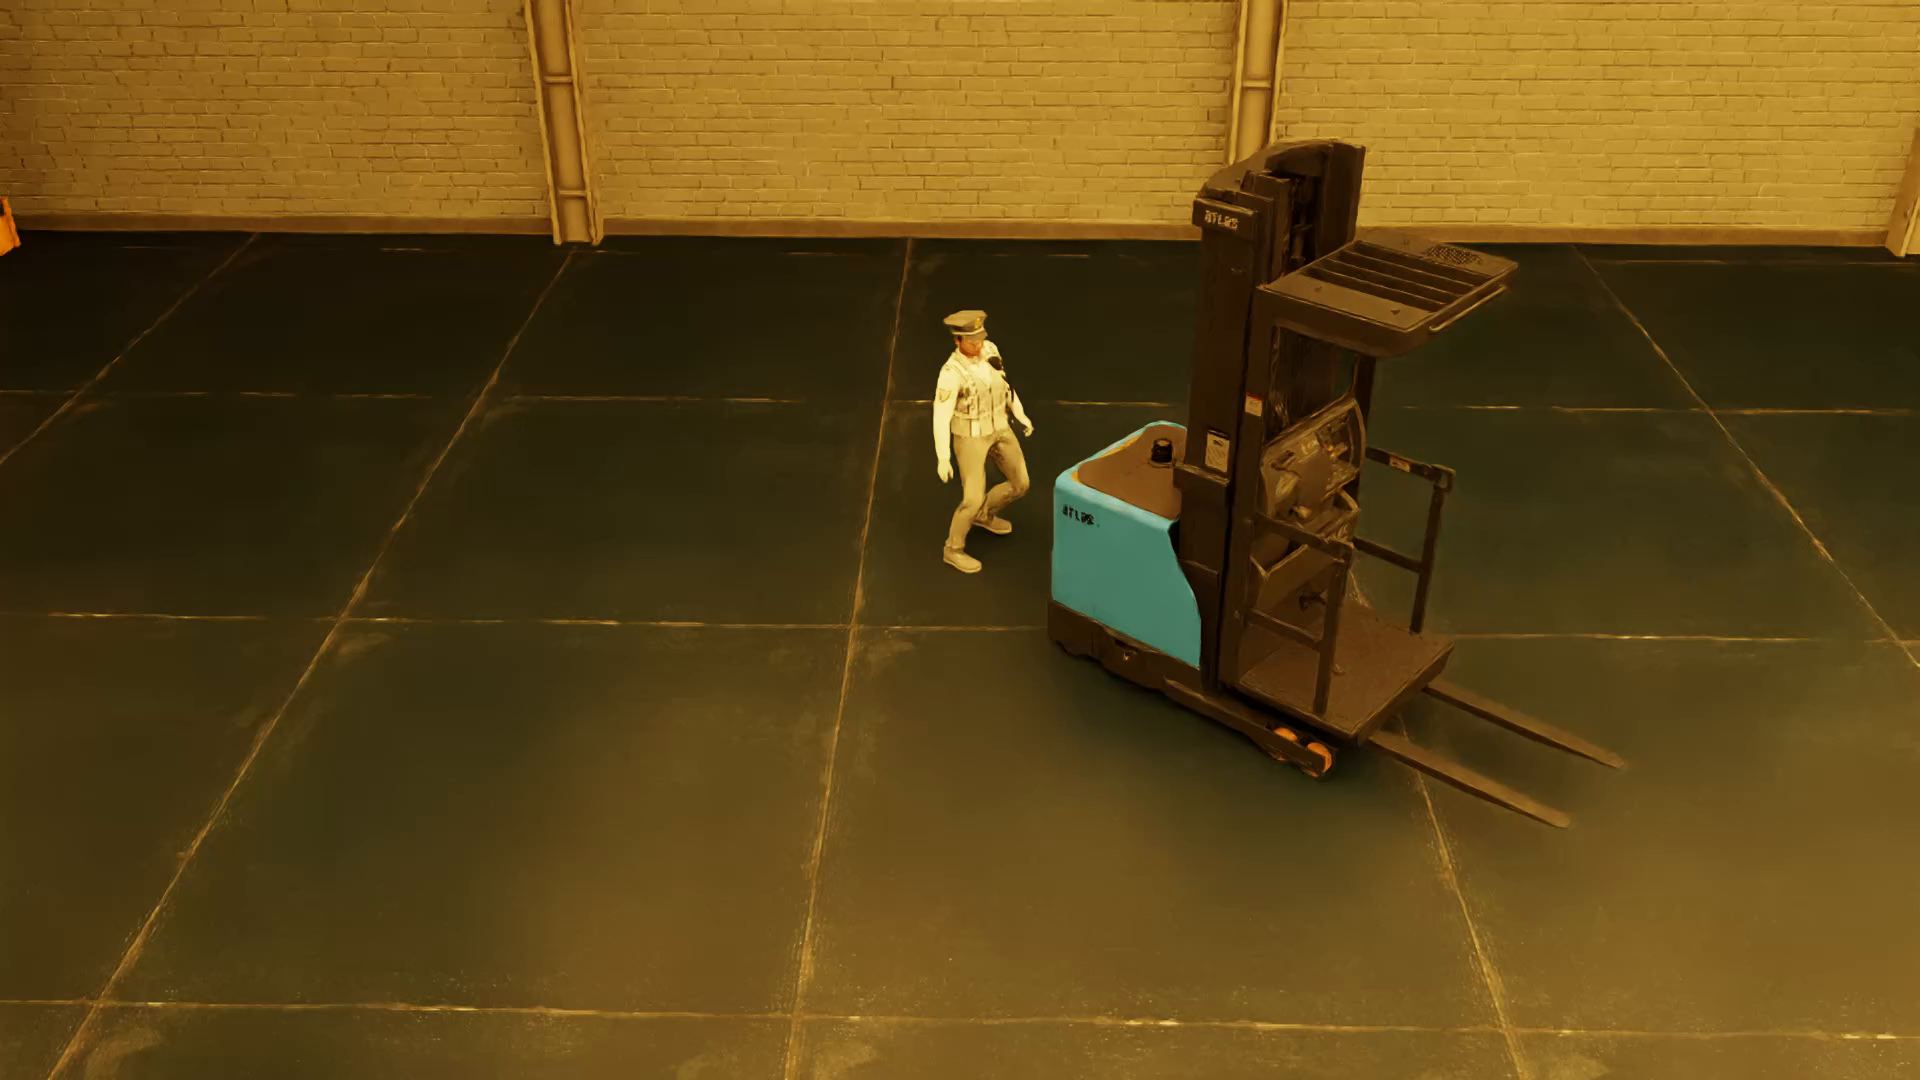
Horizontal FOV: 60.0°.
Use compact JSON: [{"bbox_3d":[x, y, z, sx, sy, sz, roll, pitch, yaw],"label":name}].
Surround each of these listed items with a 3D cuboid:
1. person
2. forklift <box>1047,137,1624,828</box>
[{"bbox_3d":[0.106,-0.617,9.988,0.740,1.578,0.444,-24,38,-34],"label":"person"},{"bbox_3d":[1.930,-0.365,8.233,3.031,2.935,1.130,24,38,35],"label":"forklift"}]
